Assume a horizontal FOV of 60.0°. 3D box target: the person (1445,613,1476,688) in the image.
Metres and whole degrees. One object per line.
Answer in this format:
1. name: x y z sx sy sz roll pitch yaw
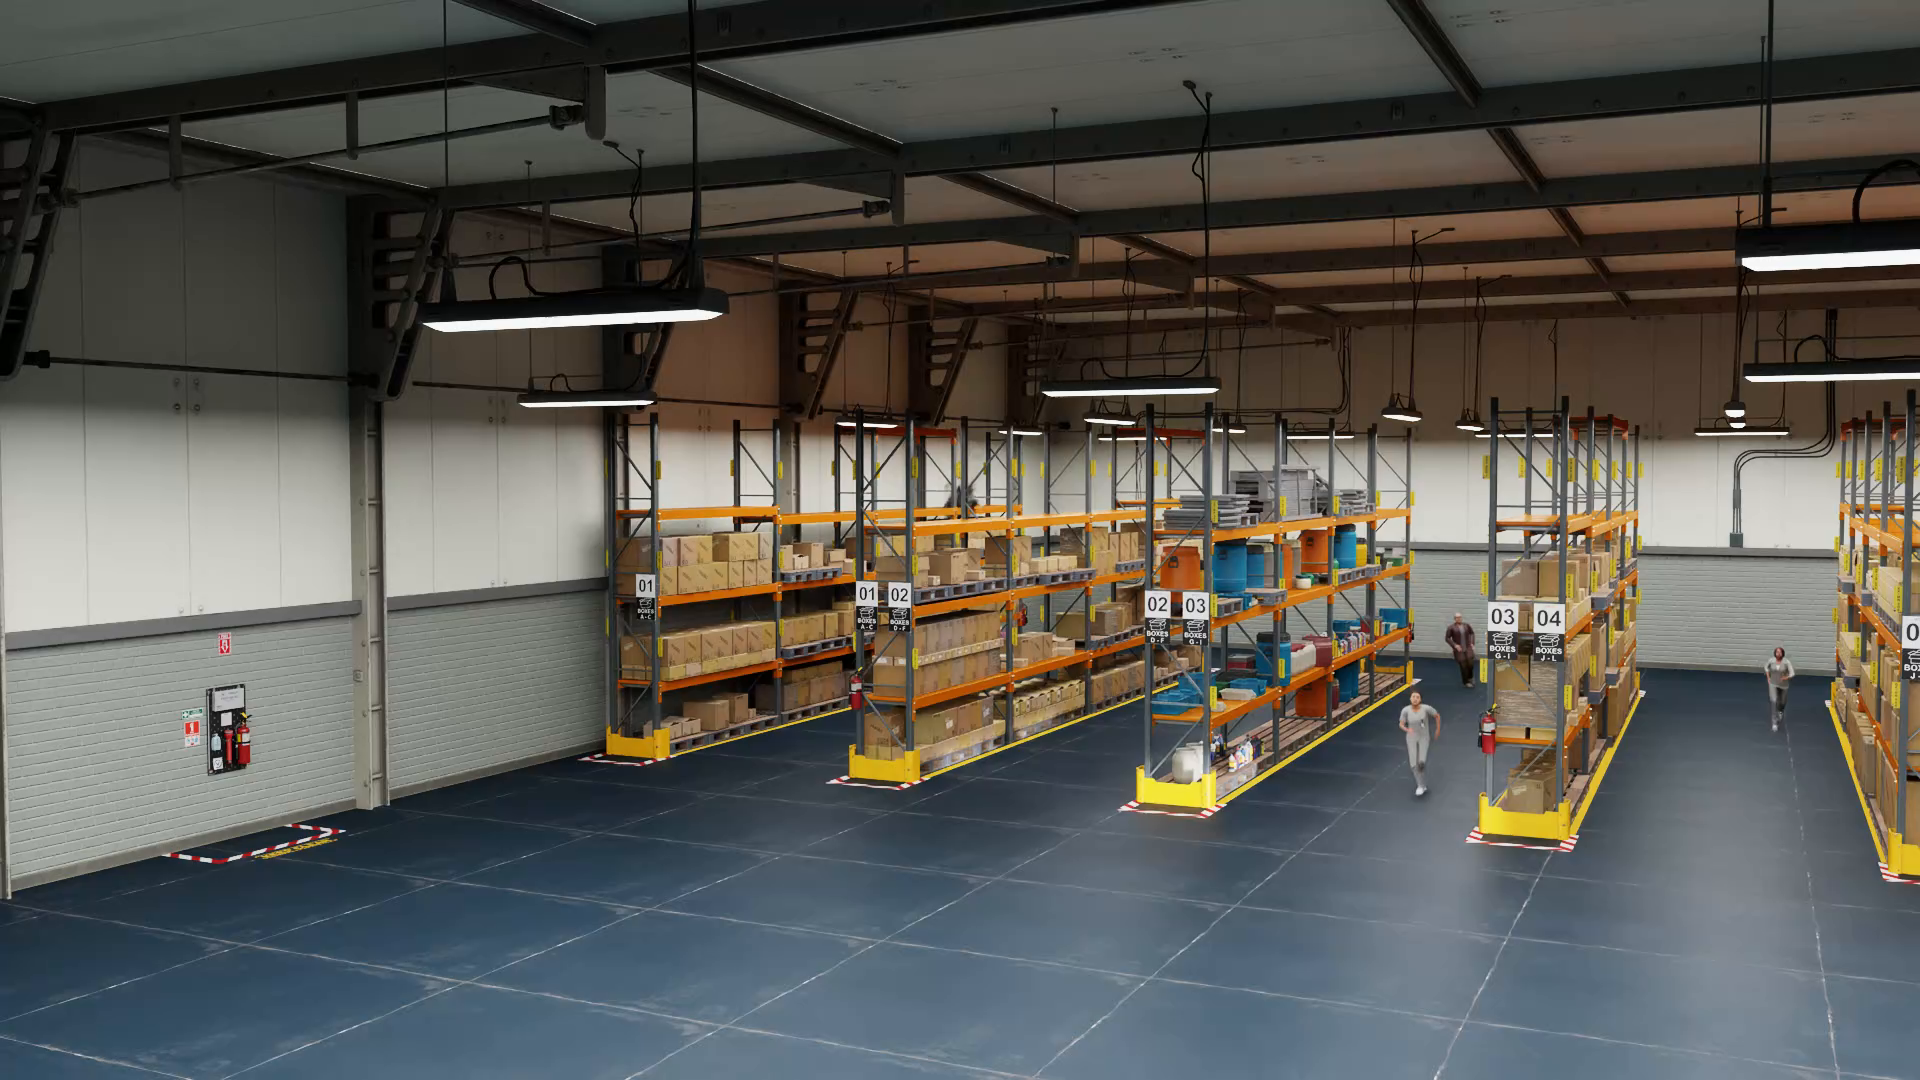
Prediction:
1. person: 11.521 2.534 38.212 0.745 1.718 0.600 0 2 2

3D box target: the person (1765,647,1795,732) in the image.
1. person: 15.846 2.860 32.145 0.506 1.601 1.031 1 3 24

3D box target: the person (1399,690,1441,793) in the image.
1. person: 7.077 3.120 25.632 0.603 1.610 0.616 1 3 20
